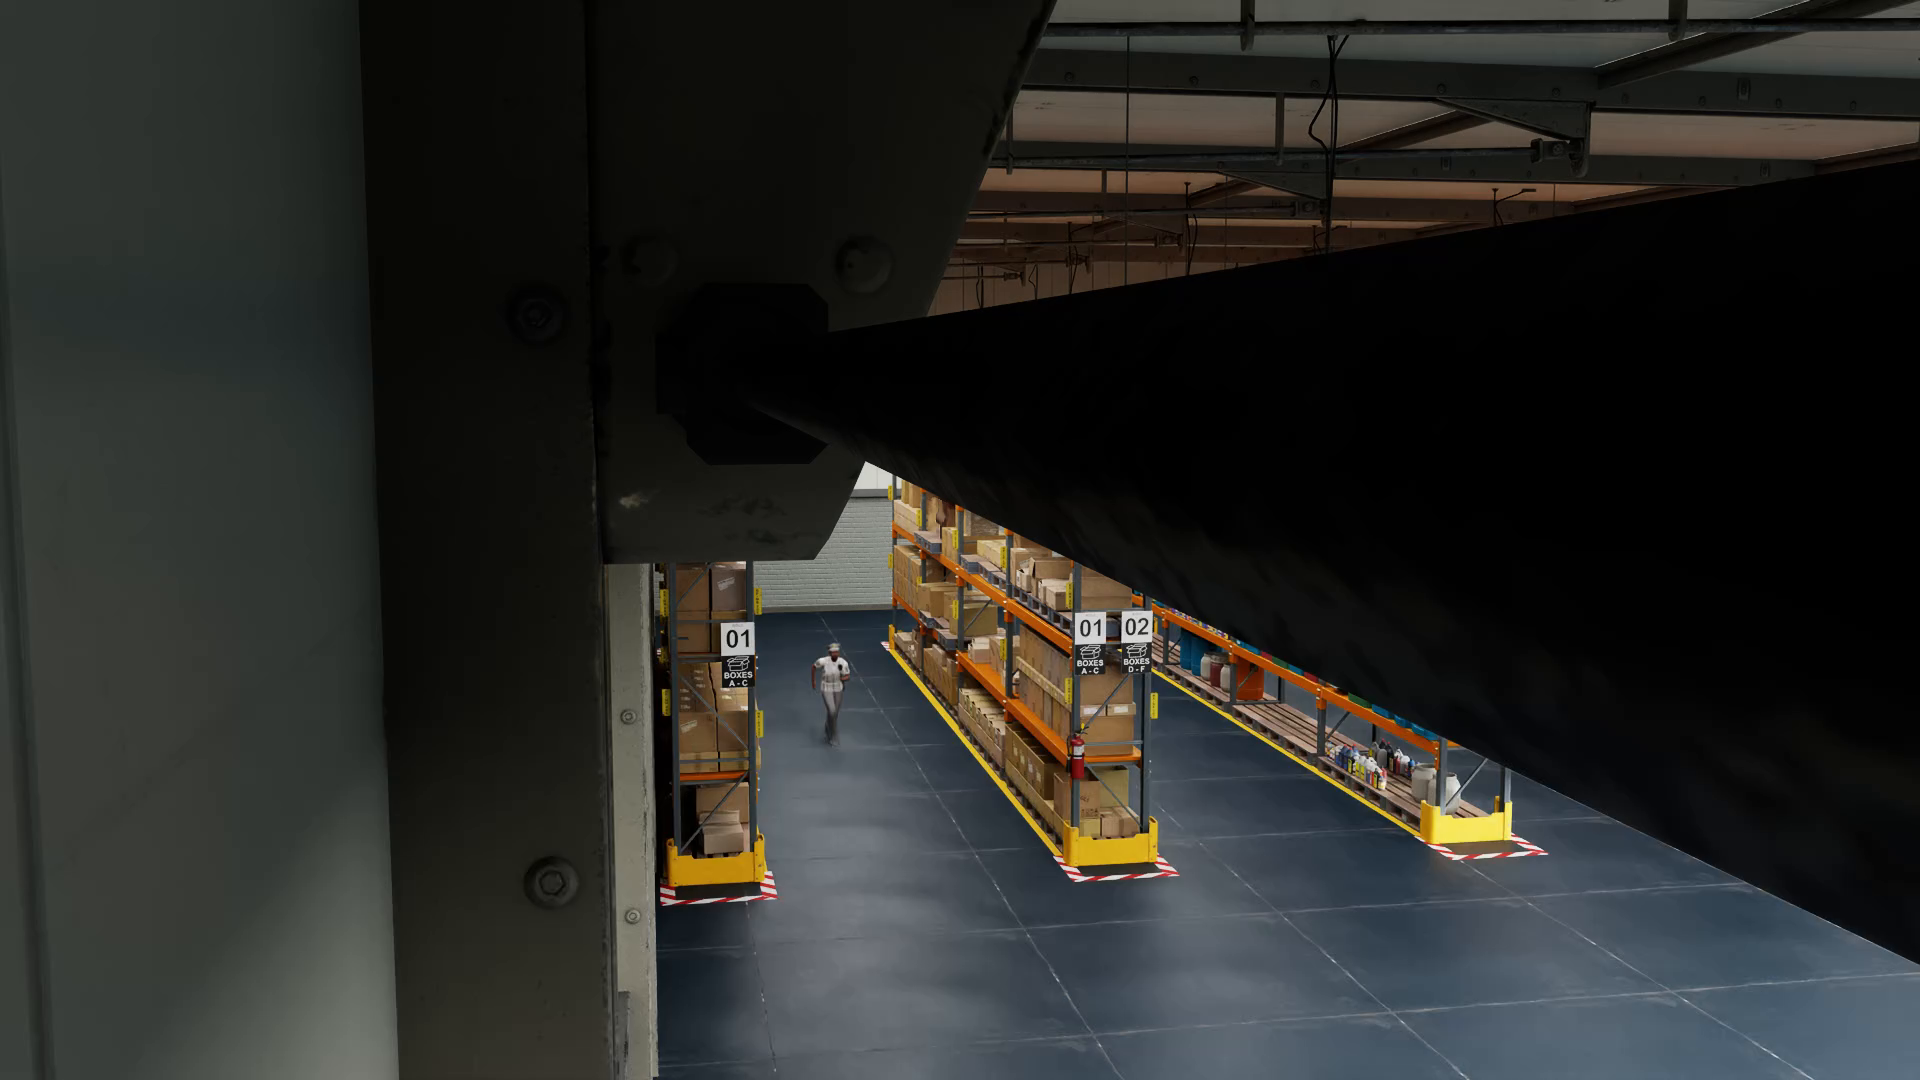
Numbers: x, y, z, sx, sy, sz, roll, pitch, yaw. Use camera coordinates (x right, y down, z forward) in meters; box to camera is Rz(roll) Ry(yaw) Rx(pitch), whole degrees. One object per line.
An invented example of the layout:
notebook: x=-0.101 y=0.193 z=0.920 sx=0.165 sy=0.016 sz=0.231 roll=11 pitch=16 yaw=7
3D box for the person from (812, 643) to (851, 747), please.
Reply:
person: x=-2.127 y=2.530 z=27.527 sx=0.599 sy=1.726 sz=0.836 roll=-2 pitch=6 yaw=-17
